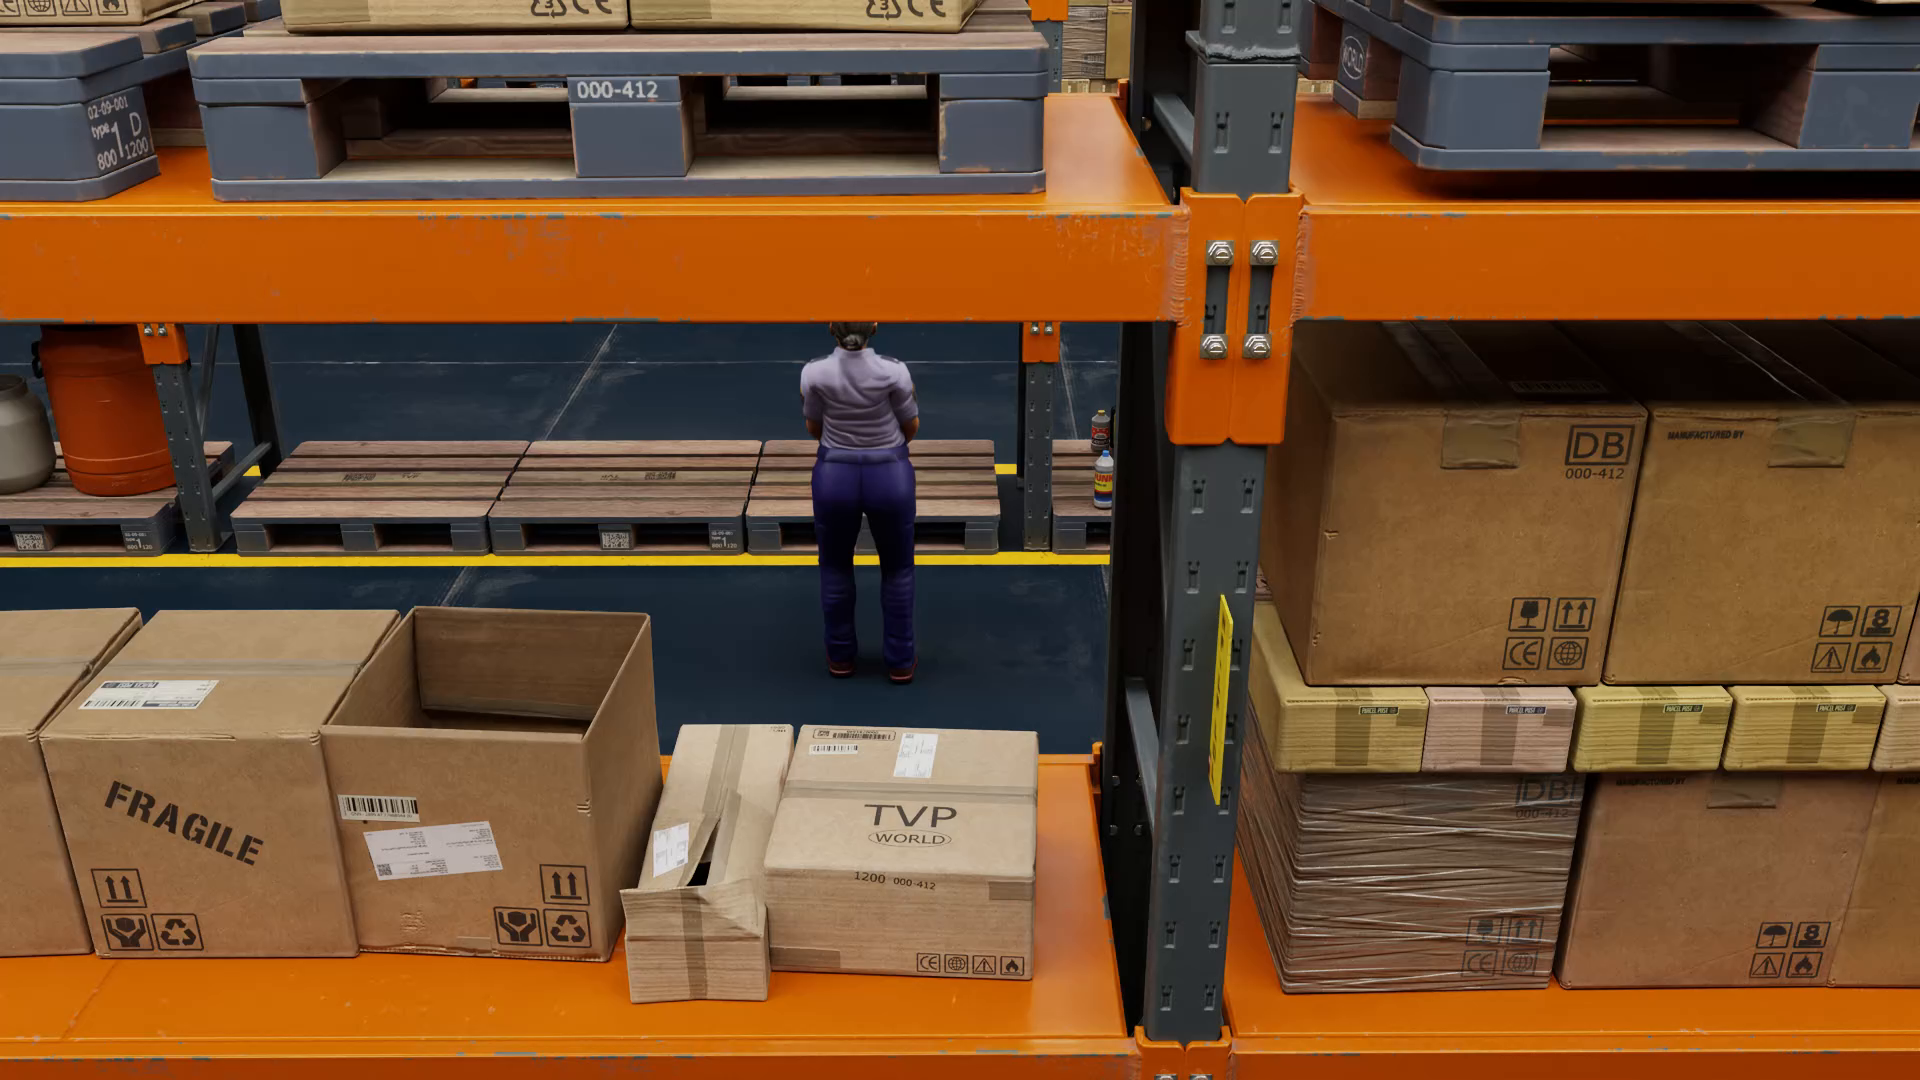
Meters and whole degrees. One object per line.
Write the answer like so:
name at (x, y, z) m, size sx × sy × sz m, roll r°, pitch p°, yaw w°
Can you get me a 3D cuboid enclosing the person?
person at (-0.386, -0.228, 6.641) m, size 0.453 × 1.637 × 0.517 m, roll 0°, pitch 24°, yaw 1°
